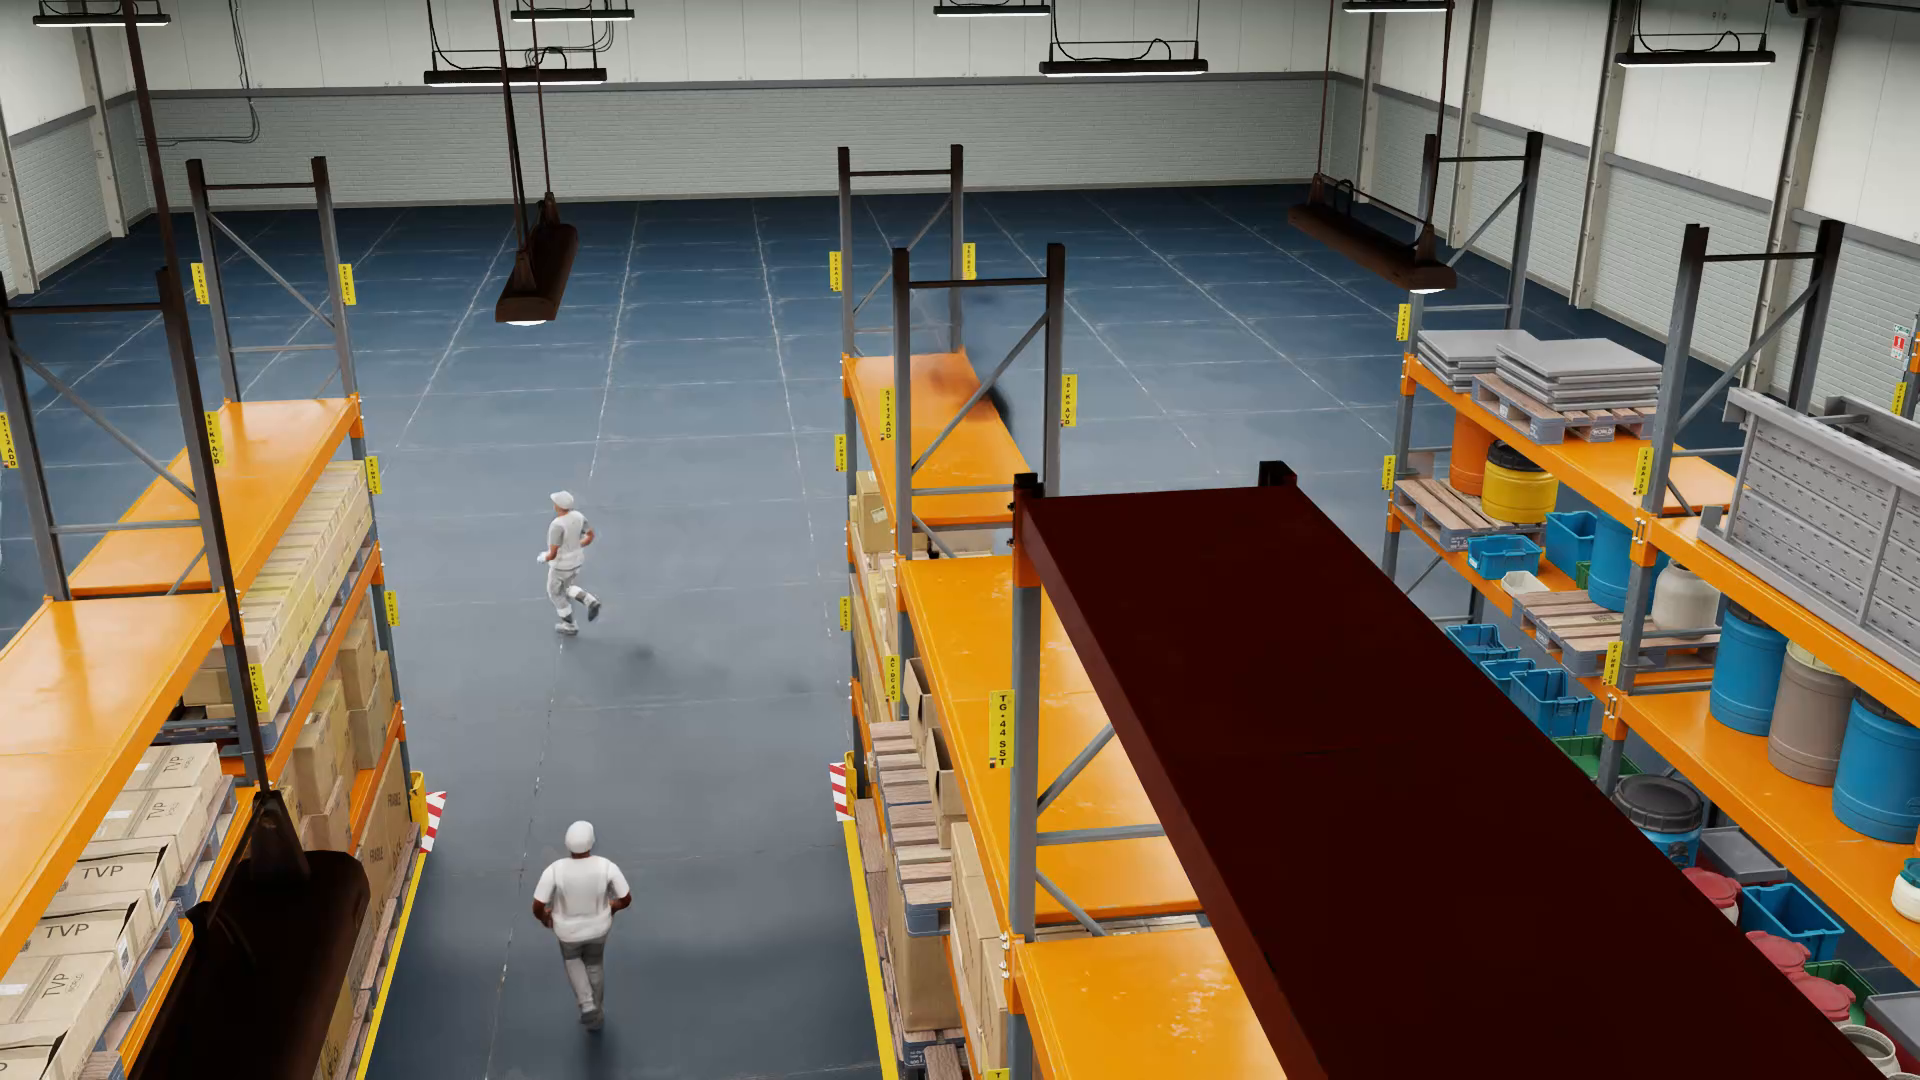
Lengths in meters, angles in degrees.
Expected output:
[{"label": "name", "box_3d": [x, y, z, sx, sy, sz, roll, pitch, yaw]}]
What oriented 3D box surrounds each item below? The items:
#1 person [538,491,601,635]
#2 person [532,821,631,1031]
[{"label": "person", "box_3d": [-4.382, 0.276, 18.621, 0.592, 1.741, 0.672, 11, 24, 25]}, {"label": "person", "box_3d": [-2.747, 2.833, 12.151, 0.698, 1.729, 0.546, -6, 22, -15]}]
